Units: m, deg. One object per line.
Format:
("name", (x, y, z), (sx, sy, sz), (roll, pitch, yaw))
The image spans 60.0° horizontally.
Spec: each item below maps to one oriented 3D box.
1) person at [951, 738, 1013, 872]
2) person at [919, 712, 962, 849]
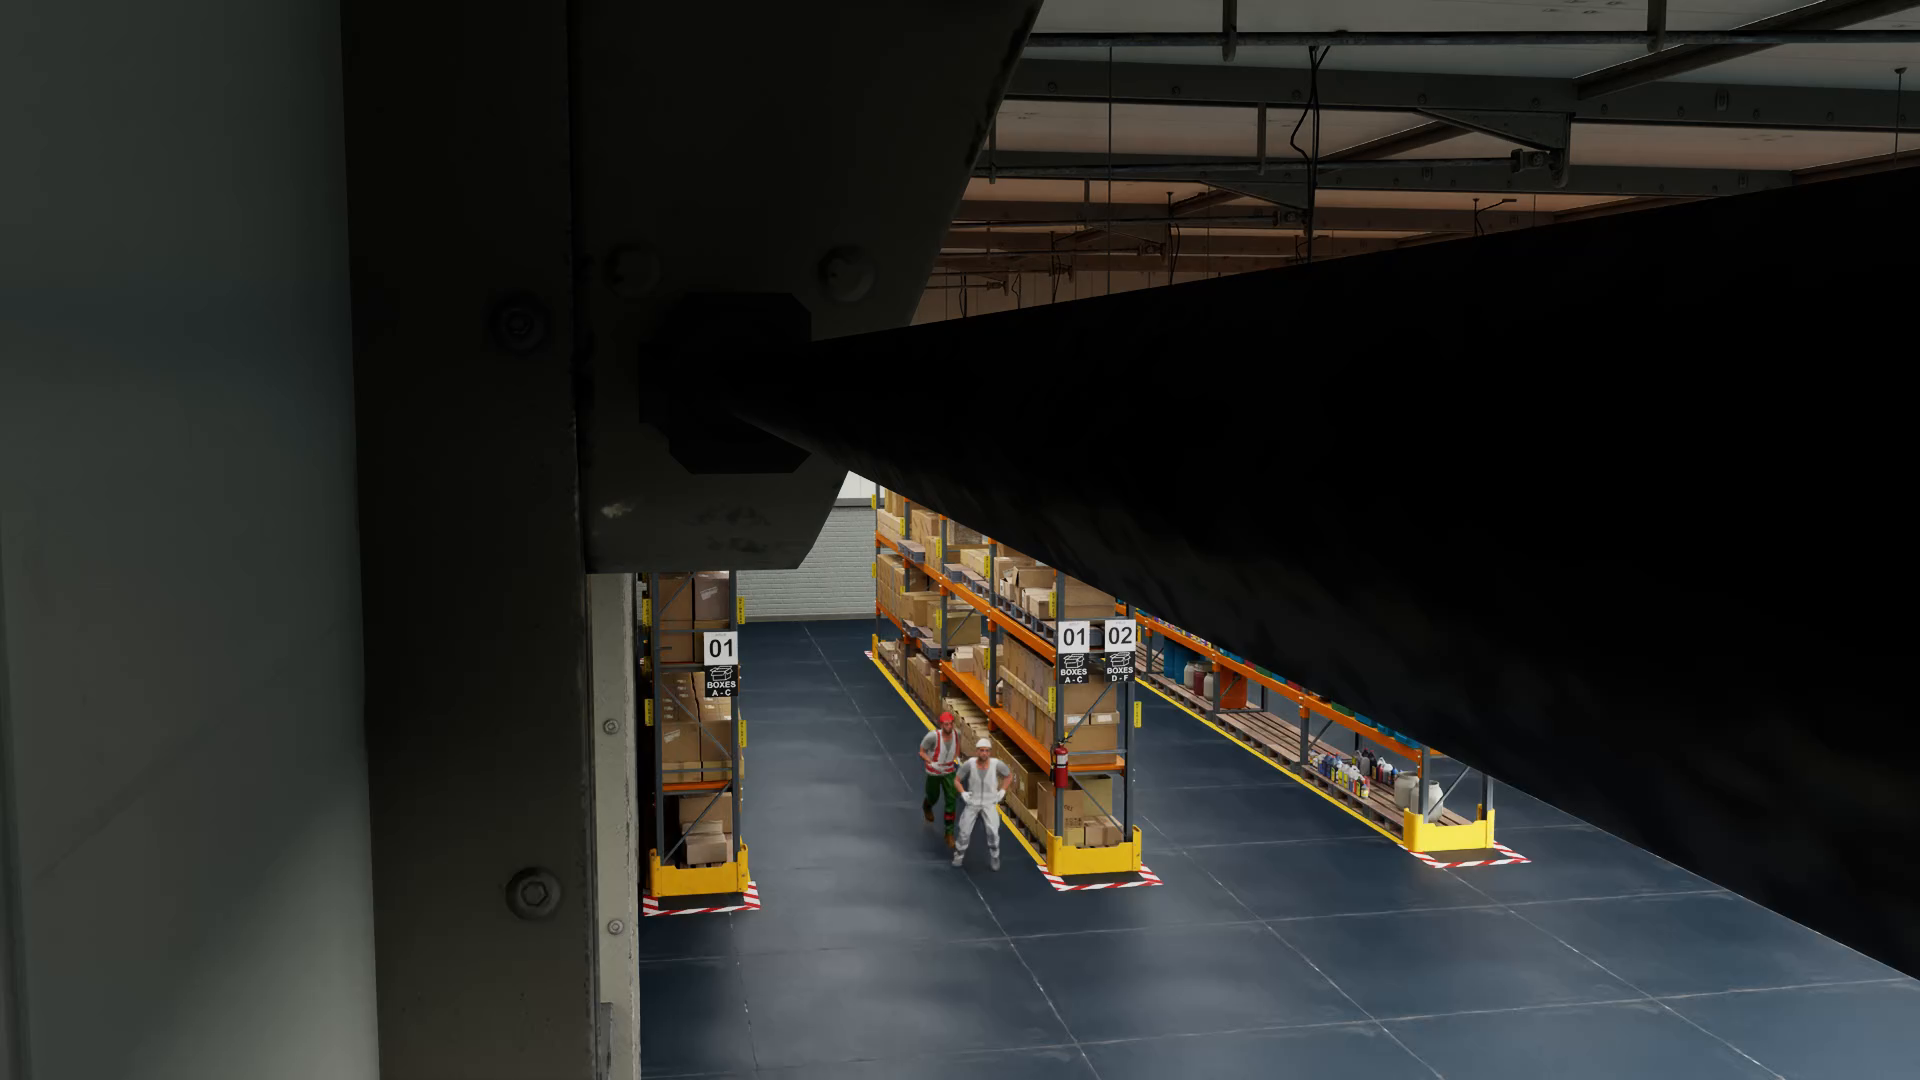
("person", (0.265, 3.327, 20.967), (0.749, 1.694, 0.677), (0, 6, -3))
("person", (-0.272, 3.157, 22.434), (0.658, 1.773, 1.135), (-2, 6, -19))
